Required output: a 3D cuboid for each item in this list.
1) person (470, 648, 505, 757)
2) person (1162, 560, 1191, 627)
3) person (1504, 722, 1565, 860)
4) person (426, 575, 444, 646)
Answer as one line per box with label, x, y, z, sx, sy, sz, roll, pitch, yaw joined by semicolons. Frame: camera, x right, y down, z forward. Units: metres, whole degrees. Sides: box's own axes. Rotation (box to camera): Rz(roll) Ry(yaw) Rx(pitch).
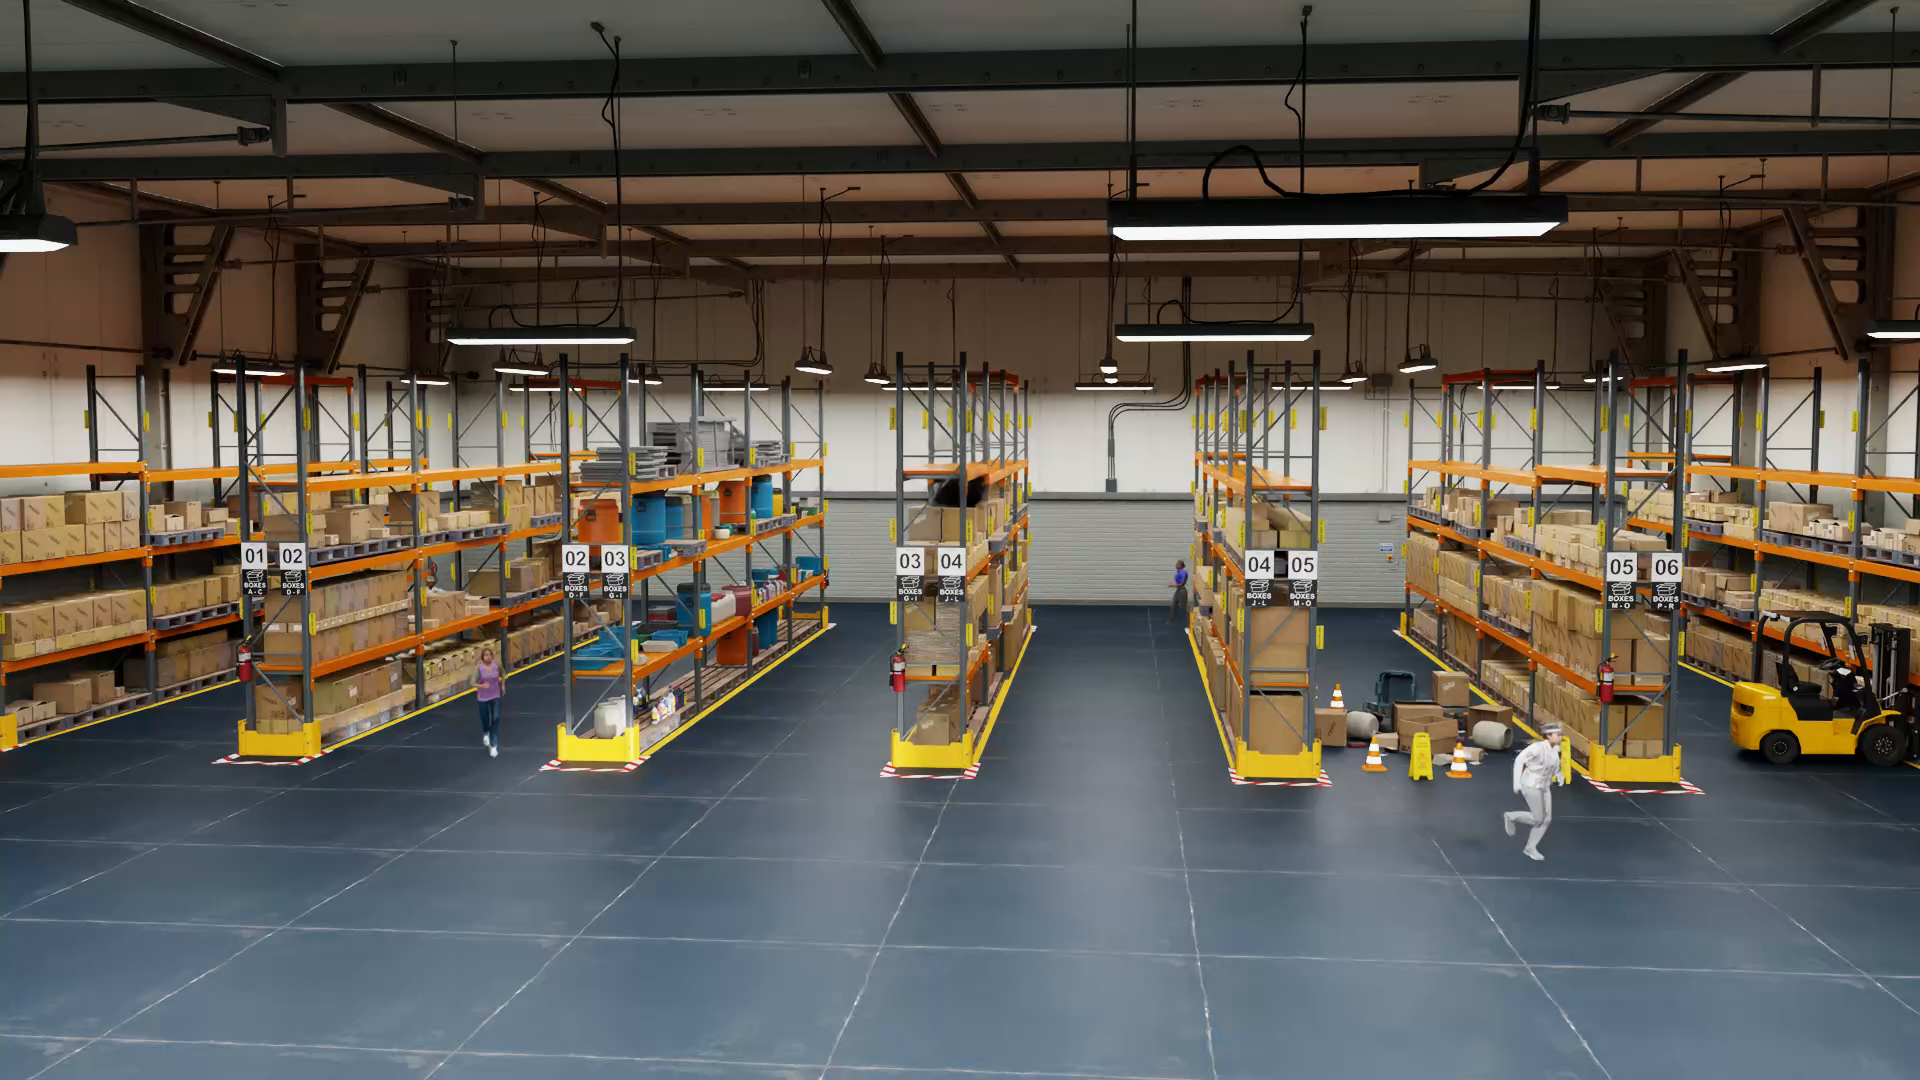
person;-7.132;2.434;25.138;0.571;1.649;0.810;-2;5;-26
person;5.375;1.308;40.440;0.868;1.639;0.600;0;4;-3
person;6.622;2.860;19.173;0.610;1.618;0.716;-3;5;-38
person;-11.570;1.592;36.505;0.559;1.668;0.719;0;4;-2
